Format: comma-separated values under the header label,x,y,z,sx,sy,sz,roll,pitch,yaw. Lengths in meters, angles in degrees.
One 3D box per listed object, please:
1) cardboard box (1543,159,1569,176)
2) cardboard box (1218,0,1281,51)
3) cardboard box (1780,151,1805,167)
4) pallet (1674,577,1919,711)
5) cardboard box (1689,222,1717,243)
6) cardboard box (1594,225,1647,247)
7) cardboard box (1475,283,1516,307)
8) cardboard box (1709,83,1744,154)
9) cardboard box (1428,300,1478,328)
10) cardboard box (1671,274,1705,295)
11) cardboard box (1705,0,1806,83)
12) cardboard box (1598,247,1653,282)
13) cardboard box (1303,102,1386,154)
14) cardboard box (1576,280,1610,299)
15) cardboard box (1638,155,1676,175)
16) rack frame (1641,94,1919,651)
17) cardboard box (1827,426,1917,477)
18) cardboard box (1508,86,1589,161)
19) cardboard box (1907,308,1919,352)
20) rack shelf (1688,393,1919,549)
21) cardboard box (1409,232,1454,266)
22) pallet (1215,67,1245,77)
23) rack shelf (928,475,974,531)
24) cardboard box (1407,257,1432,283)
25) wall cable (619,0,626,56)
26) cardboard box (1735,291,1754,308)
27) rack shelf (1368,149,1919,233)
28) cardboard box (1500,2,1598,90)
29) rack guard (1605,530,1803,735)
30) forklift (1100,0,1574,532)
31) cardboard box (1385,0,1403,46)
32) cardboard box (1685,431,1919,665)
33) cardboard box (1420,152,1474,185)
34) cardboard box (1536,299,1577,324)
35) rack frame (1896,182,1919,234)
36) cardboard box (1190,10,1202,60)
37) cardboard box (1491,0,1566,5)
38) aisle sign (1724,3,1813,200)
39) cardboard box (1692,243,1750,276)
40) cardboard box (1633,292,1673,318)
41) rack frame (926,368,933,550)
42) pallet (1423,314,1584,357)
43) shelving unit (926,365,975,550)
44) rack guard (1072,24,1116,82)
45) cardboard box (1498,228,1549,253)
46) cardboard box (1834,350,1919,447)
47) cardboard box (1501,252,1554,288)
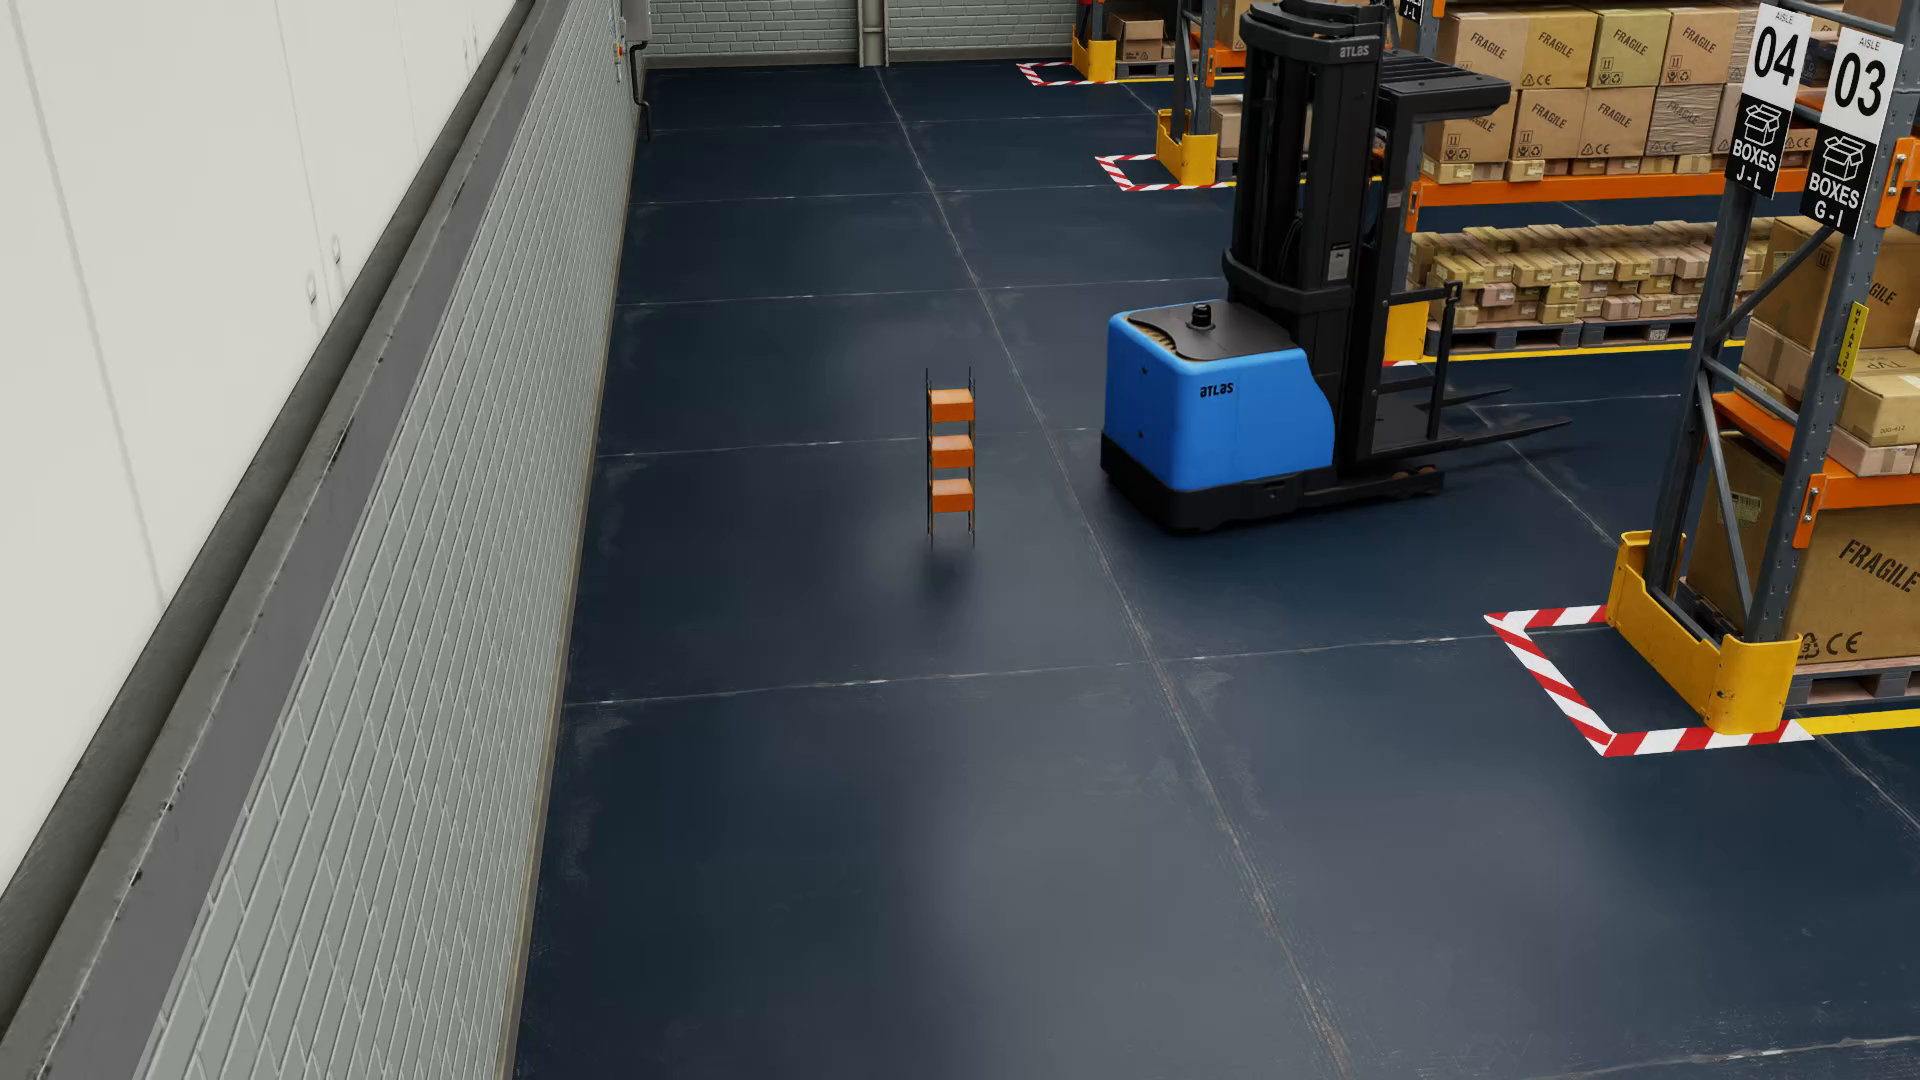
label,x,y,z,sx,sy,sz,roll,pitch,yaw
cardboard box,4.256,-2.791,12.179,0.250,0.149,0.380,-2,27,-5
cardboard box,2.857,-5.101,16.295,0.500,0.500,0.500,-4,27,-8
cardboard box,6.065,-2.902,12.395,0.250,0.149,0.380,-4,27,-9
pallet,4.504,0.479,8.585,1.213,0.211,1.003,-4,27,-7
cardboard box,5.943,-2.377,13.109,0.250,0.149,0.380,-4,27,-8
cardboard box,5.172,-2.345,13.047,0.250,0.149,0.380,-4,27,-7
cardboard box,3.965,-1.884,12.473,0.250,0.149,0.380,-4,27,-7
cardboard box,5.646,-3.133,12.135,0.500,0.500,0.500,-4,27,-7
cardboard box,3.695,-1.731,12.501,0.250,0.149,0.380,-3,27,-6
cardboard box,5.516,-2.013,12.725,0.250,0.149,0.380,-5,28,-10
cardboard box,5.645,-3.587,11.923,0.500,0.500,0.500,-3,27,-6
cardboard box,4.998,-2.080,12.528,0.250,0.149,0.380,-3,27,-6
cardboard box,3.887,-4.351,17.291,0.875,0.438,0.875,-3,27,-6
cardboard box,4.714,-1.967,12.634,0.250,0.149,0.380,-5,28,-10
cardboard box,5.036,-2.807,12.210,0.250,0.149,0.380,-3,27,-5
rack frame,3.723,-0.675,7.781,0.127,3.000,1.000,-4,27,-7
cardboard box,4.120,-0.437,7.591,0.250,0.149,0.380,-3,27,-7
cardboard box,4.141,-3.050,11.973,0.500,0.500,0.500,-4,27,-7
cardboard box,4.668,-0.924,8.103,0.500,0.250,0.500,-4,27,-8
rack shelf,5.703,-0.483,8.193,4.000,0.370,1.077,-4,27,-7
cardboard box,3.621,-2.255,12.871,0.250,0.149,0.380,-3,27,-7
pallet,3.717,-6.290,21.778,1.213,0.211,1.003,-4,27,-7
rack shelf,-0.053,-0.207,9.635,0.240,0.259,0.215,-4,27,-7
cardboard box,3.615,-2.137,12.967,0.250,0.149,0.380,-4,27,-8
wall cable,-3.447,-5.879,16.808,0.122,1.984,0.588,-4,27,-7
cardboard box,5.953,-1.931,12.891,0.250,0.149,0.380,-4,27,-8
rack shelf,5.112,-2.731,12.575,4.000,0.370,1.077,-4,27,-7
cardboard box,4.112,-3.489,11.734,0.500,0.500,0.500,-3,27,-6
rack guard,3.699,0.438,8.348,0.348,0.500,1.175,-4,27,-7
forklift,2.454,-1.767,9.983,3.031,2.935,1.130,-10,29,-19
cardboard box,4.354,-5.209,16.507,0.500,0.500,0.500,-3,27,-5
cardboard box,4.345,0.006,8.320,0.875,0.875,0.875,-4,27,-7
cardboard box,3.498,-2.685,11.972,0.250,0.149,0.380,-4,27,-8
cardboard box,4.456,-1.770,12.577,0.250,0.149,0.380,-3,27,-6
rack frame,7.093,-3.178,12.659,0.127,3.000,1.000,-4,27,-7
cardboard box,3.118,-6.507,21.423,0.500,0.500,0.700,-3,27,-5
cardboard box,4.052,-3.719,12.183,0.500,0.500,0.500,-5,28,-9
aisle sign,3.610,-1.963,7.442,0.004,0.787,0.394,-4,27,-7
cardboard box,5.761,-2.128,12.622,0.250,0.149,0.380,-5,28,-10
cardboard box,5.225,-1.836,12.704,0.250,0.149,0.380,-4,27,-7
rack frame,-0.174,-0.456,9.489,0.008,1.050,0.200,-4,27,-7
pallet,4.016,-1.724,12.878,1.213,0.211,1.003,-4,27,-7
shelving unit,-0.053,-0.464,9.504,0.252,1.050,0.215,-4,27,-7
rack guard,1.722,-6.292,21.464,0.348,0.500,1.175,-4,27,-7
cardboard box,4.382,-2.307,12.972,0.250,0.149,0.380,-5,28,-9
cardboard box,4.236,-0.649,7.568,0.500,0.250,0.500,-4,27,-8
cardboard box,4.222,-2.017,12.406,0.250,0.149,0.380,-4,27,-7
